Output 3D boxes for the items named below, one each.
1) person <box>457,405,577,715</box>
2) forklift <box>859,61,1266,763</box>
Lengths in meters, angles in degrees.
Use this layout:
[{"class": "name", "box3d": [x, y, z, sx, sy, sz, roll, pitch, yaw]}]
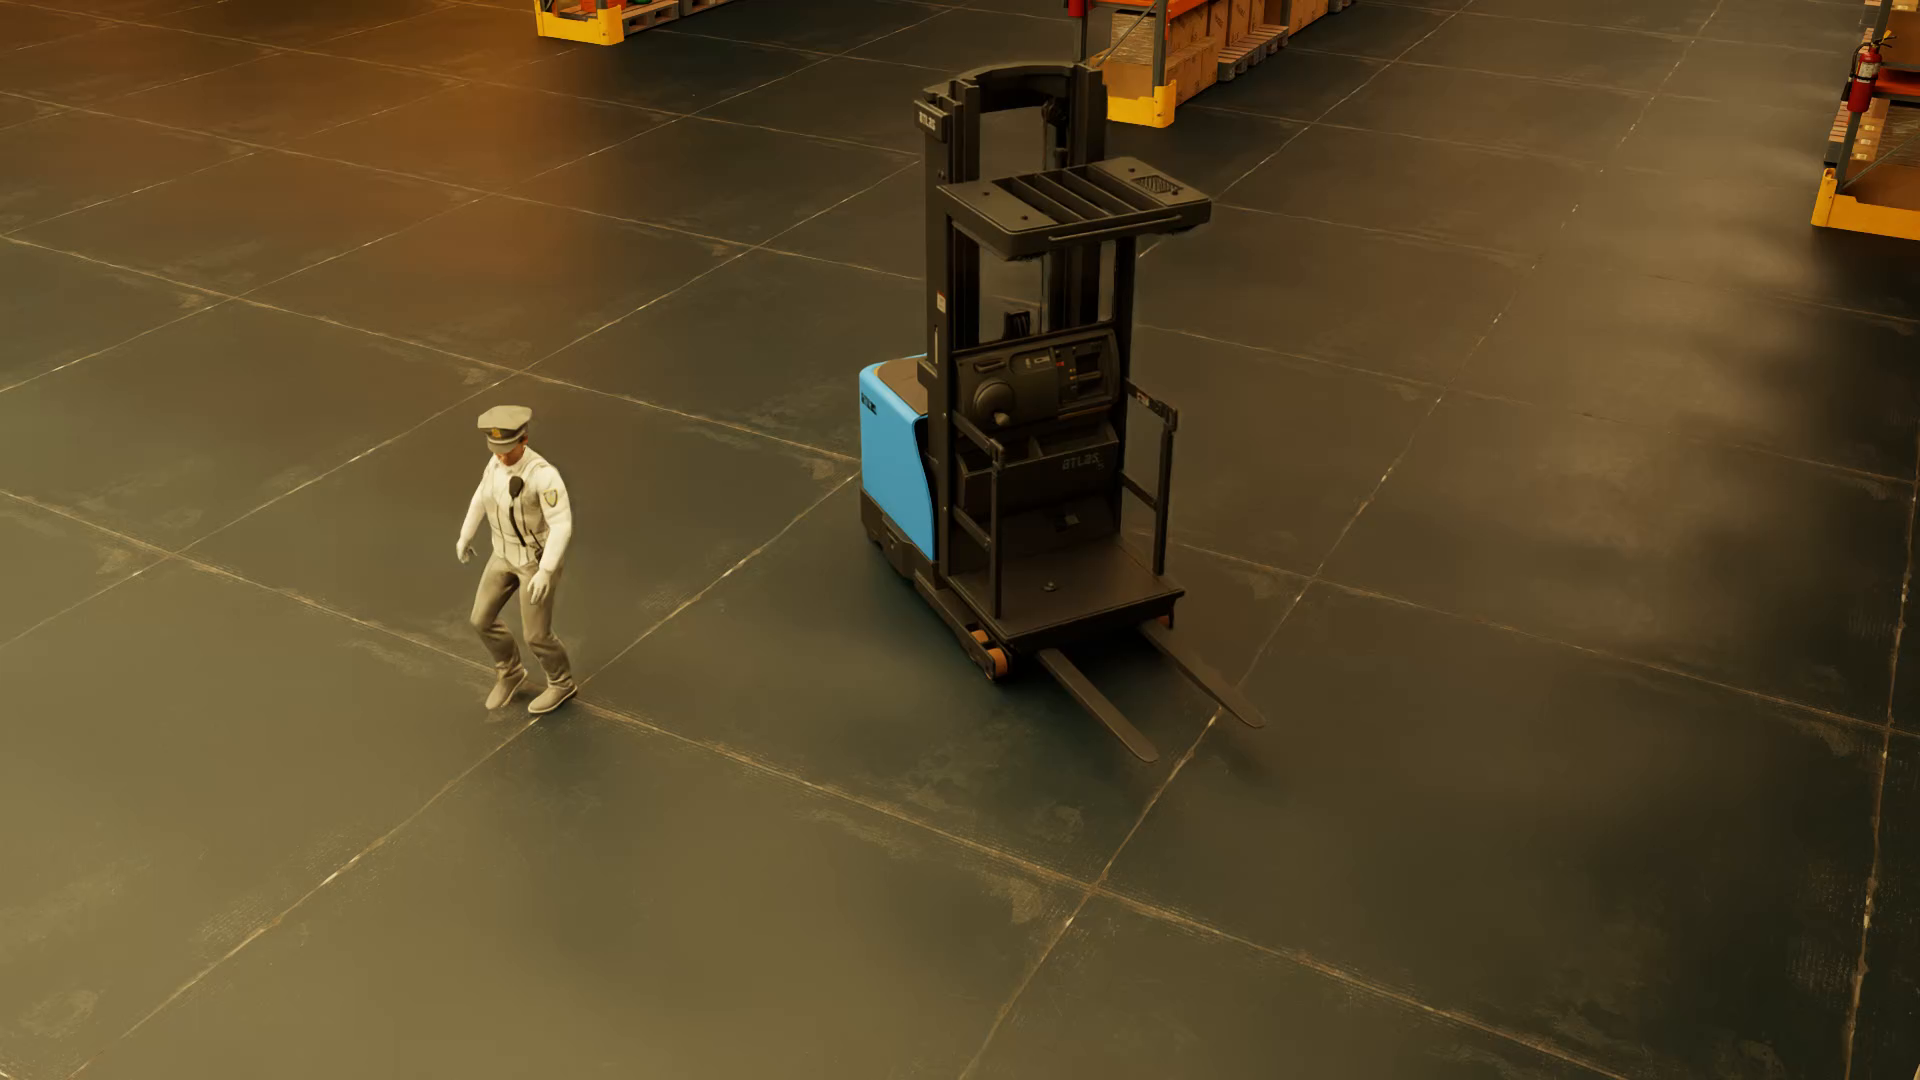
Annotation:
[{"class": "person", "box3d": [-2.156, 0.145, 8.152, 0.837, 1.685, 0.442, 24, 38, 35]}, {"class": "forklift", "box3d": [0.507, -0.789, 8.438, 1.130, 2.935, 3.031, -14, 33, -23]}]
